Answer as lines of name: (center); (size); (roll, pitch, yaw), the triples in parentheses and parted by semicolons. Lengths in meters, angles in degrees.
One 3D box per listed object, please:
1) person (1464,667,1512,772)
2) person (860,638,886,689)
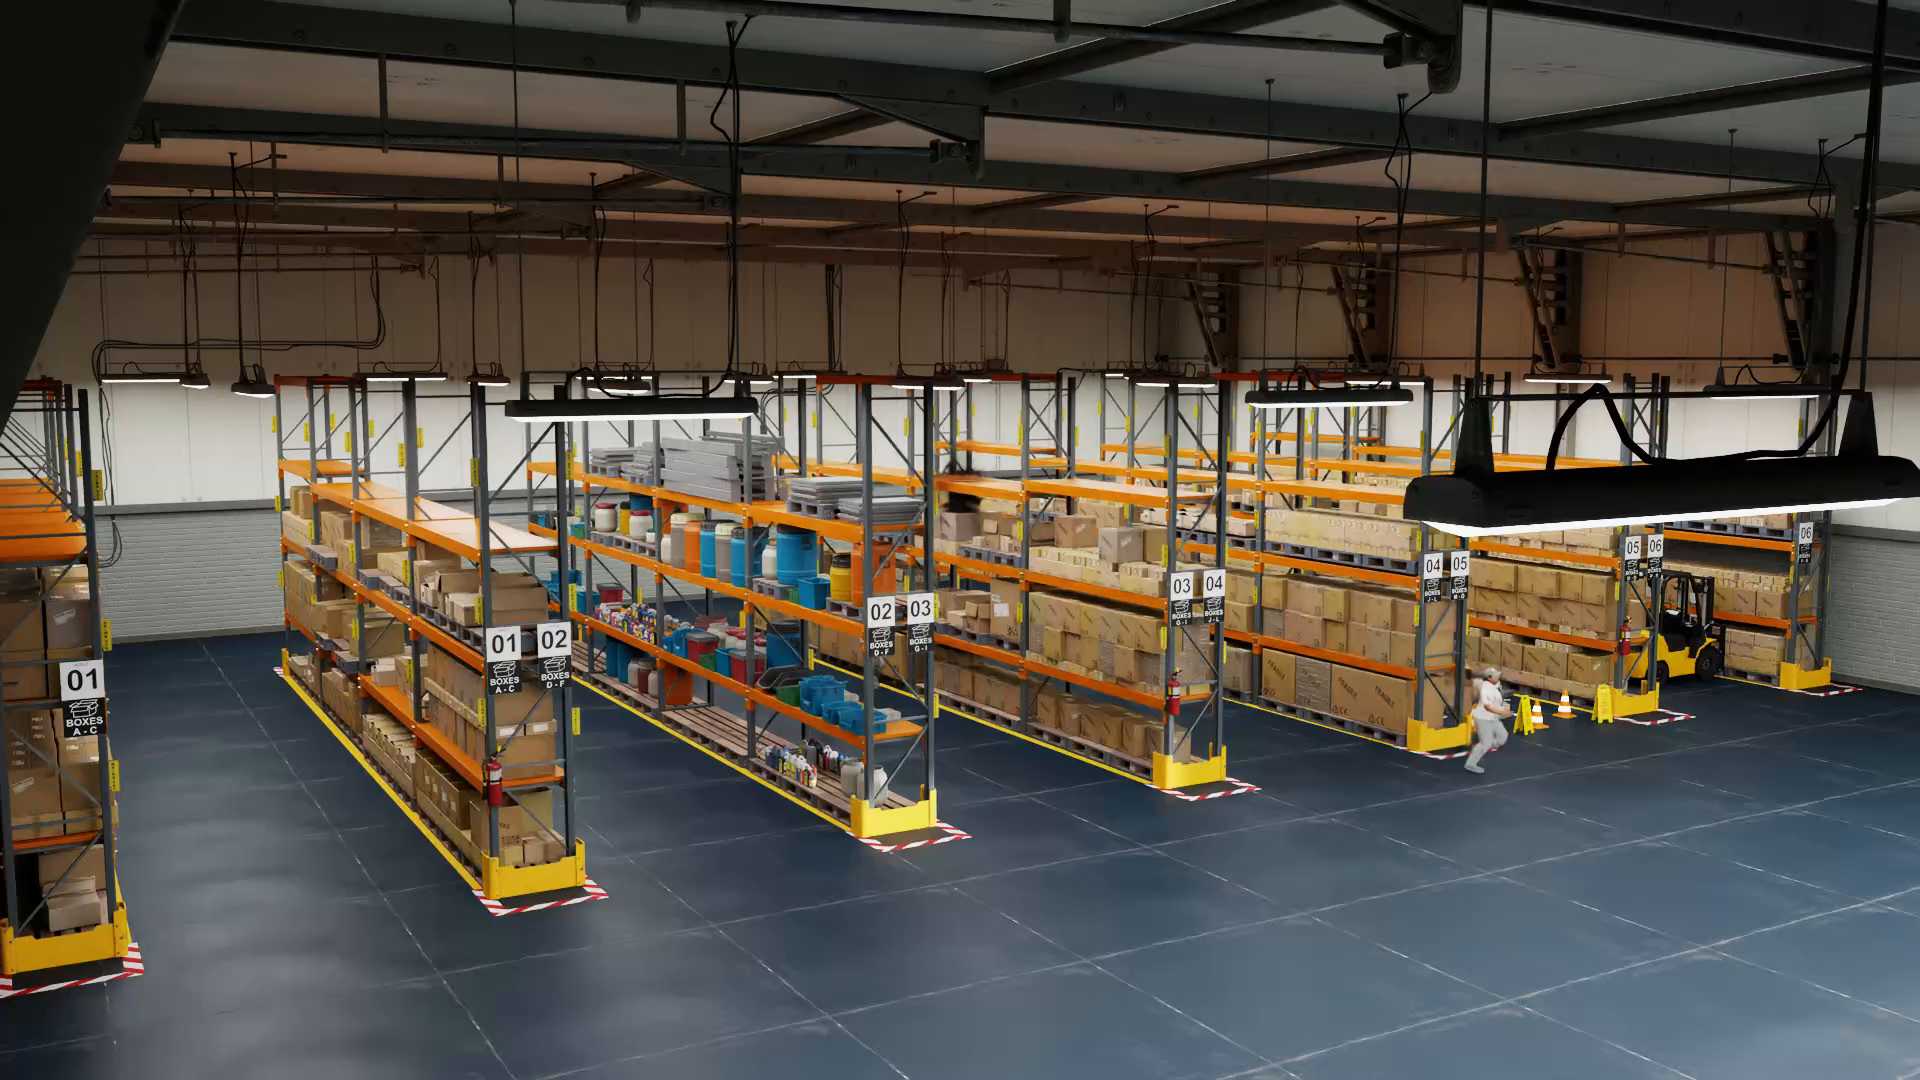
person: (8.115, 2.743, 25.478); (0.672, 1.625, 0.634); (3, 7, 27)
person: (-1.569, 1.873, 30.297); (0.635, 1.773, 0.567); (-3, 7, -27)
